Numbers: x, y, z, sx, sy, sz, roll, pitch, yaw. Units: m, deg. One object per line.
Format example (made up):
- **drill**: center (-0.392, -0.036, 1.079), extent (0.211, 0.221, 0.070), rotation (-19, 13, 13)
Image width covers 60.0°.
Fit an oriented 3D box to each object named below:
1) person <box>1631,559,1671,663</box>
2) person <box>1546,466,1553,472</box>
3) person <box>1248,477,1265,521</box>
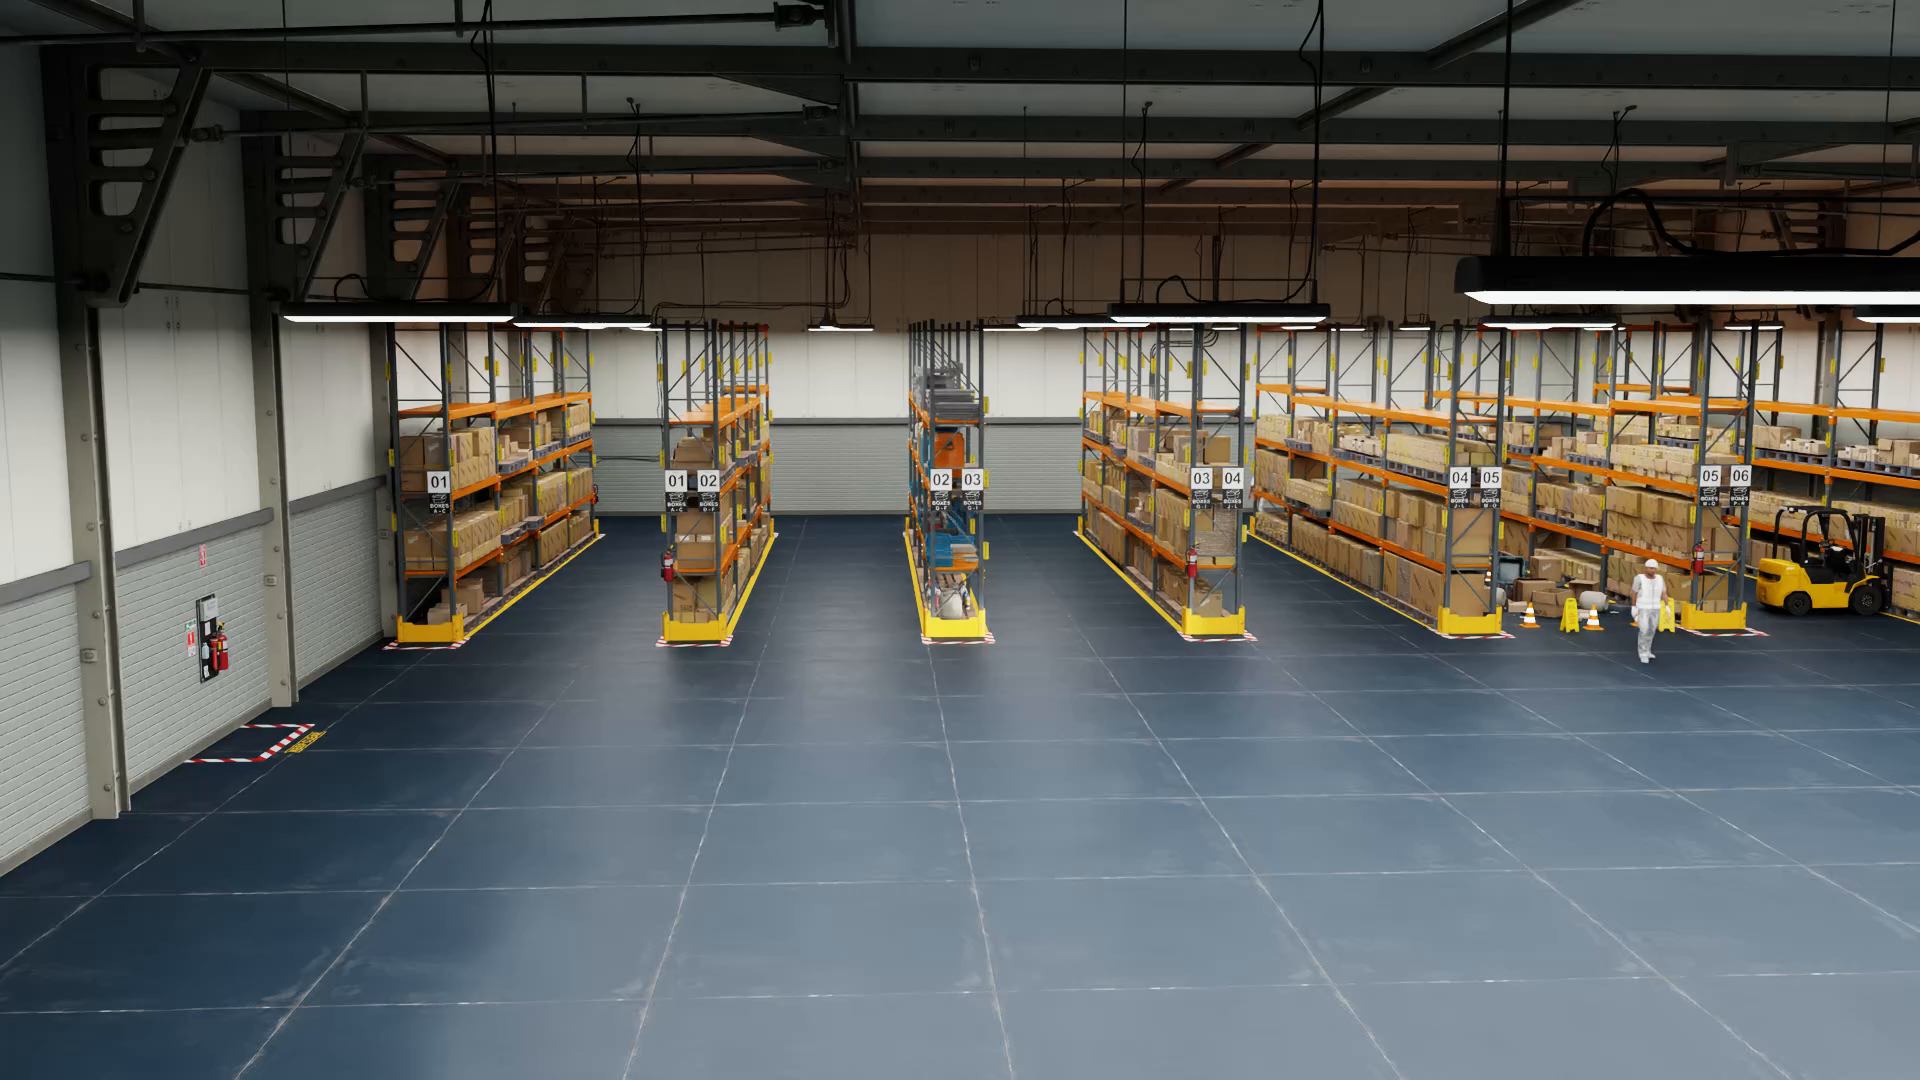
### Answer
- **person**: center (12.155, 1.252, 29.269), extent (0.603, 1.847, 0.526), rotation (0, 7, -3)
- **person**: center (17.932, -1.288, 50.417), extent (0.839, 1.564, 0.590), rotation (0, 7, 1)
- **person**: center (9.090, -1.380, 50.446), extent (0.602, 1.696, 1.095), rotation (4, 8, 32)
